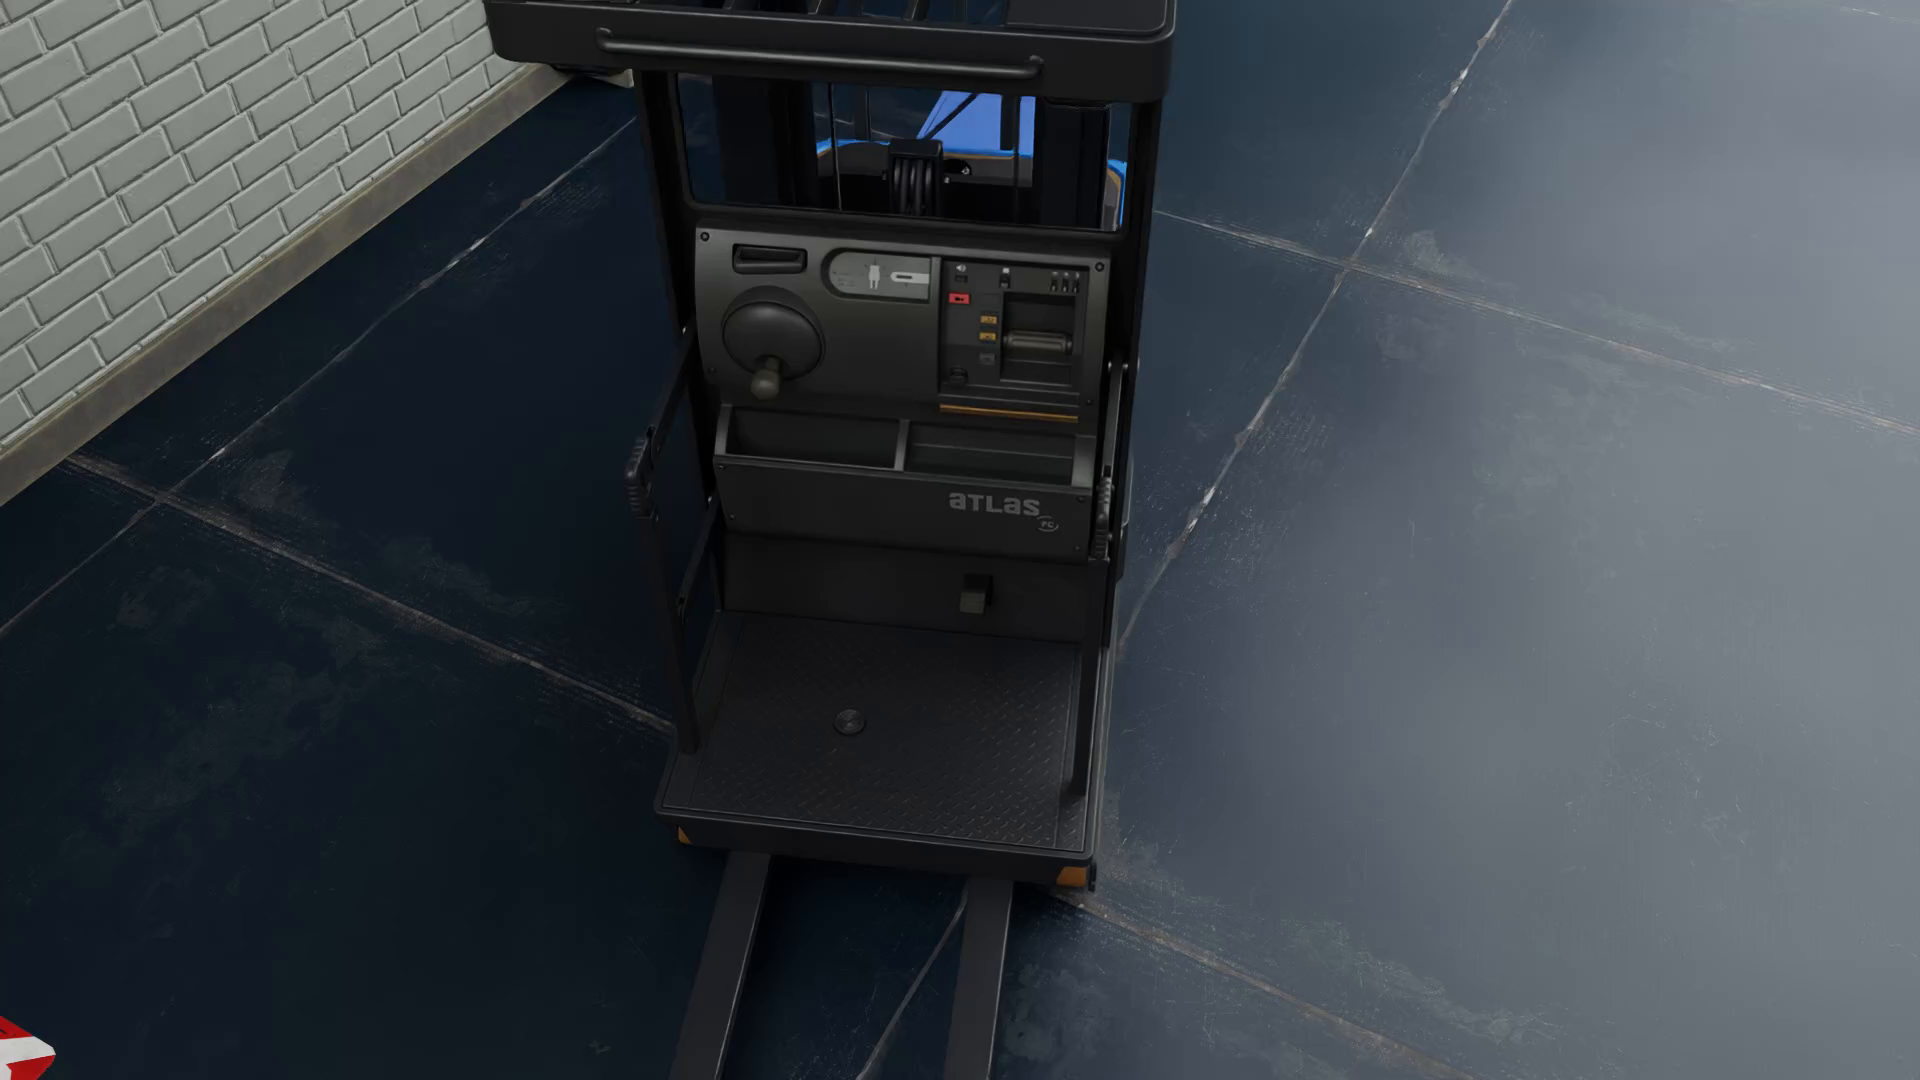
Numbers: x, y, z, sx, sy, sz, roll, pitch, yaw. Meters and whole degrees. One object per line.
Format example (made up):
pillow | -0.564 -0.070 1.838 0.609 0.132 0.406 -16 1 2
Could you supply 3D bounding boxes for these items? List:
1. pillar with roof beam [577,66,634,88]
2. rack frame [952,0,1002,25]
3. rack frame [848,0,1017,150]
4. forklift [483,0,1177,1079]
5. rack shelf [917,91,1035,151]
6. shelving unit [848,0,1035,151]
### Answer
pillar with roof beam | 2.342 -3.867 2.745 9.100 9.000 0.400 20 49 19
rack frame | 0.216 -1.705 5.880 0.500 1.500 0.032 12 47 12
rack frame | -0.075 -1.012 5.196 0.500 1.500 0.032 12 47 12
forklift | -0.160 -0.396 3.581 1.130 2.935 3.031 5 46 5
rack shelf | 0.071 -1.232 5.666 0.538 0.185 1.000 12 47 12
shelving unit | 0.071 -1.358 5.538 0.538 1.500 1.048 12 47 12
